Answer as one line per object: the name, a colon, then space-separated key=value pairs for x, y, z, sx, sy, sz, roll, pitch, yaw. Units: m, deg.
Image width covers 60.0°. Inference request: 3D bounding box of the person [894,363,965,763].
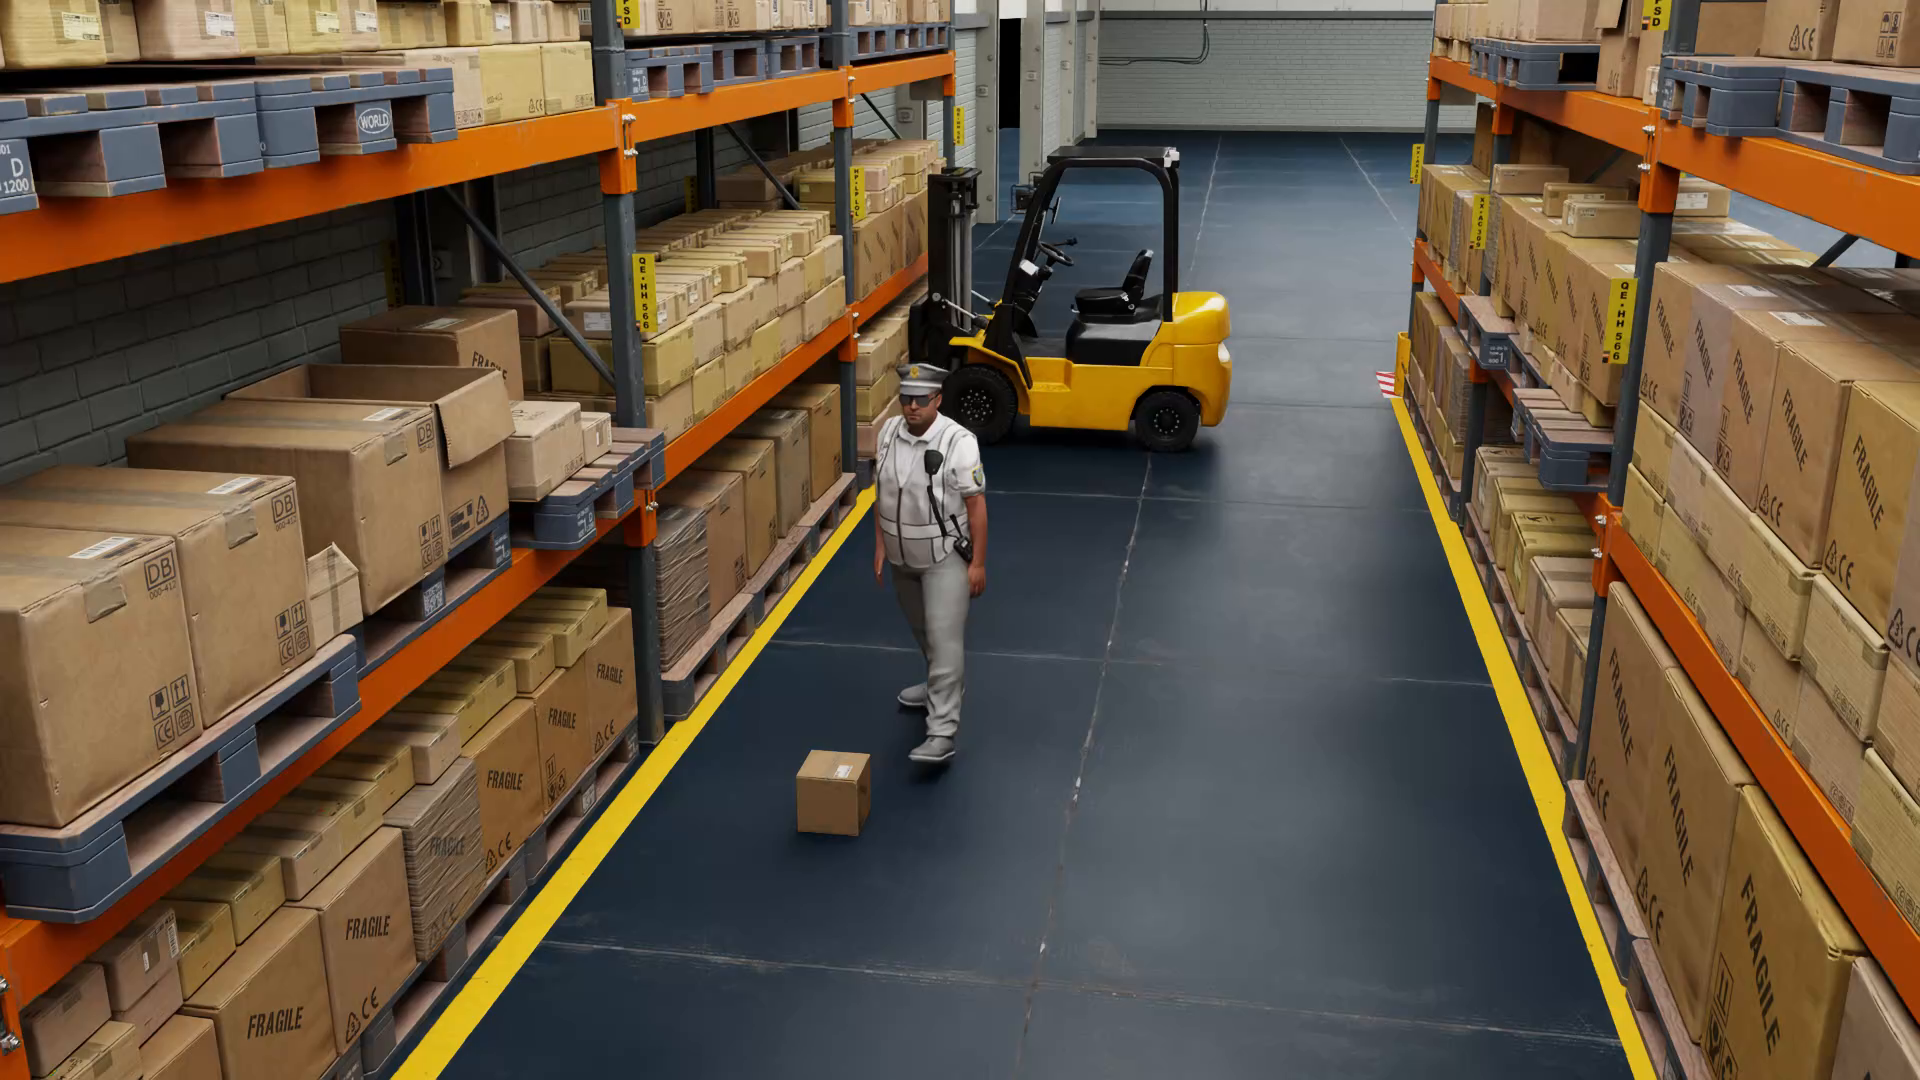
person: x=-0.148 y=0.059 z=7.312 sx=0.658 sy=1.723 sz=0.892 roll=13 pitch=22 yaw=35
